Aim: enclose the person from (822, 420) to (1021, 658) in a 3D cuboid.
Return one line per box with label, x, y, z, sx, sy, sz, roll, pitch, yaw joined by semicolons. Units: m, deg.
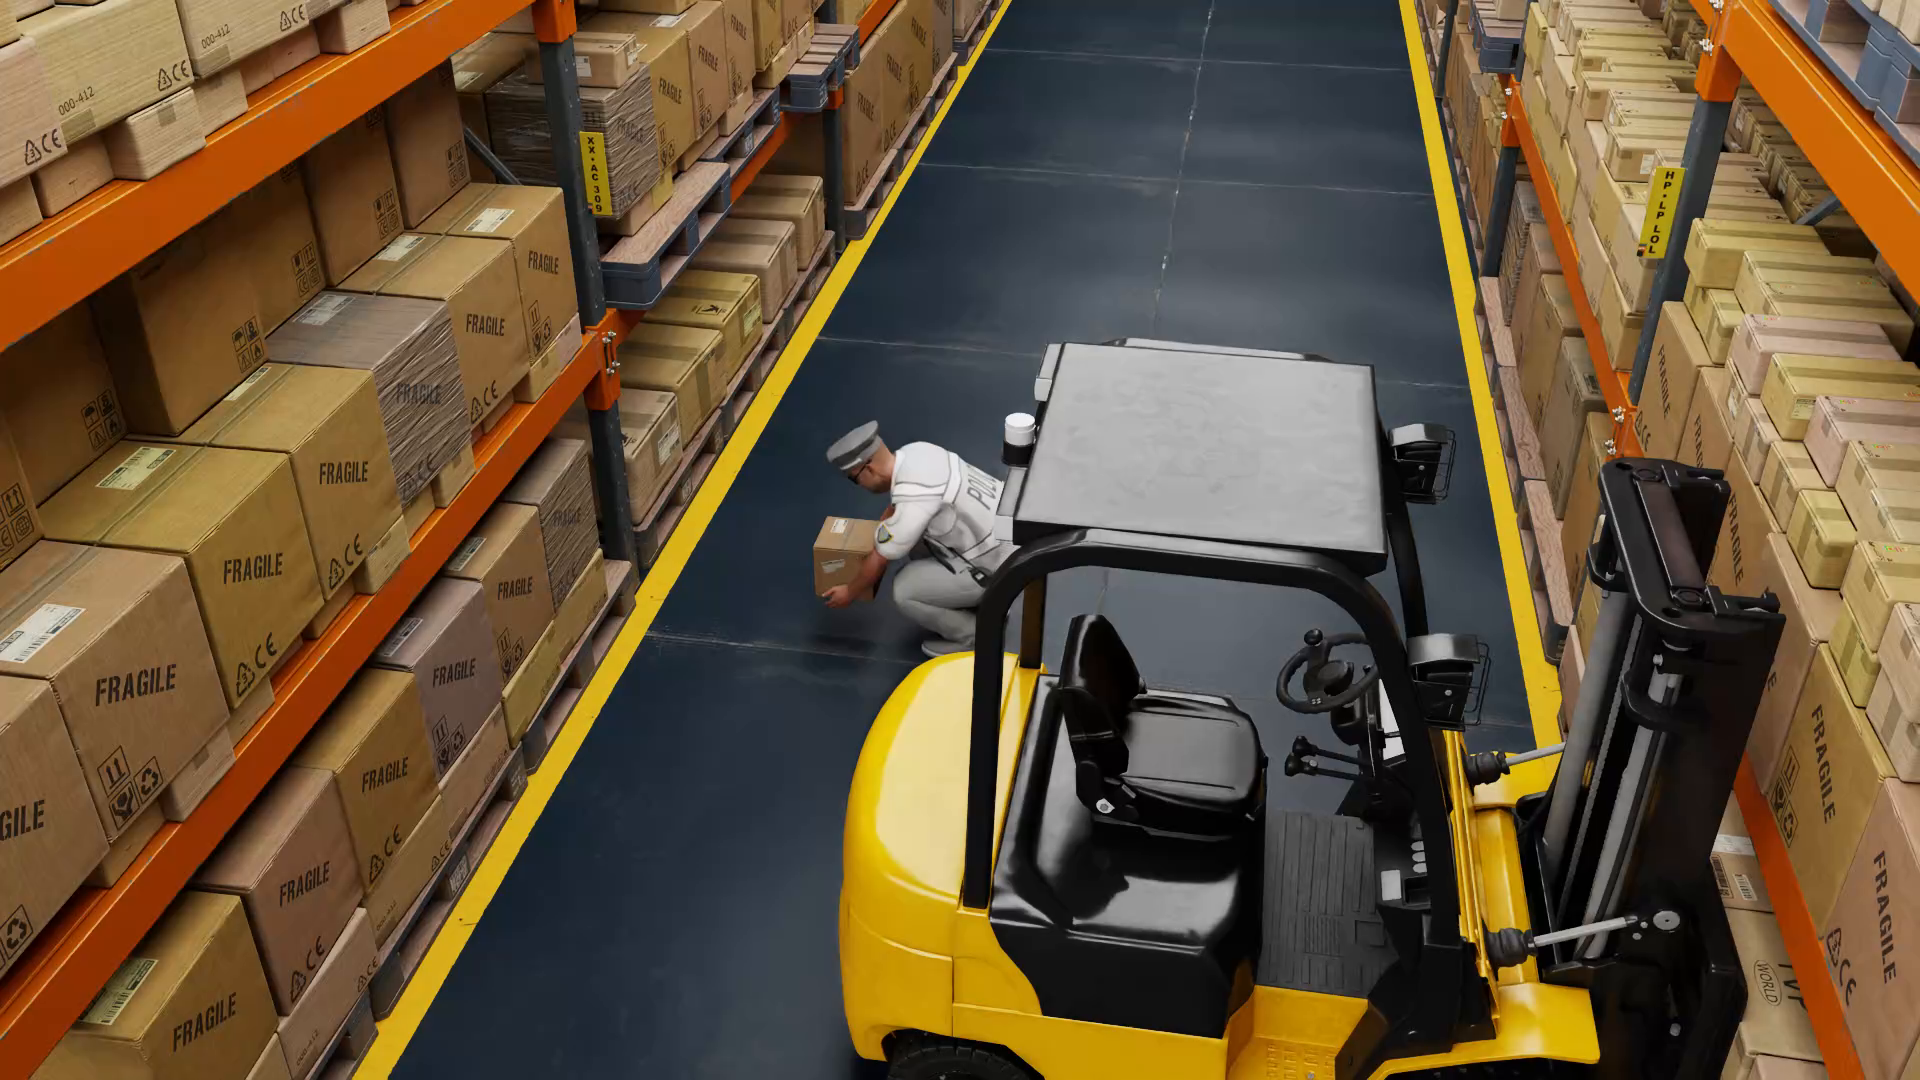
person;-0.109;-0.026;6.882;0.909;1.008;0.560;5;33;8
